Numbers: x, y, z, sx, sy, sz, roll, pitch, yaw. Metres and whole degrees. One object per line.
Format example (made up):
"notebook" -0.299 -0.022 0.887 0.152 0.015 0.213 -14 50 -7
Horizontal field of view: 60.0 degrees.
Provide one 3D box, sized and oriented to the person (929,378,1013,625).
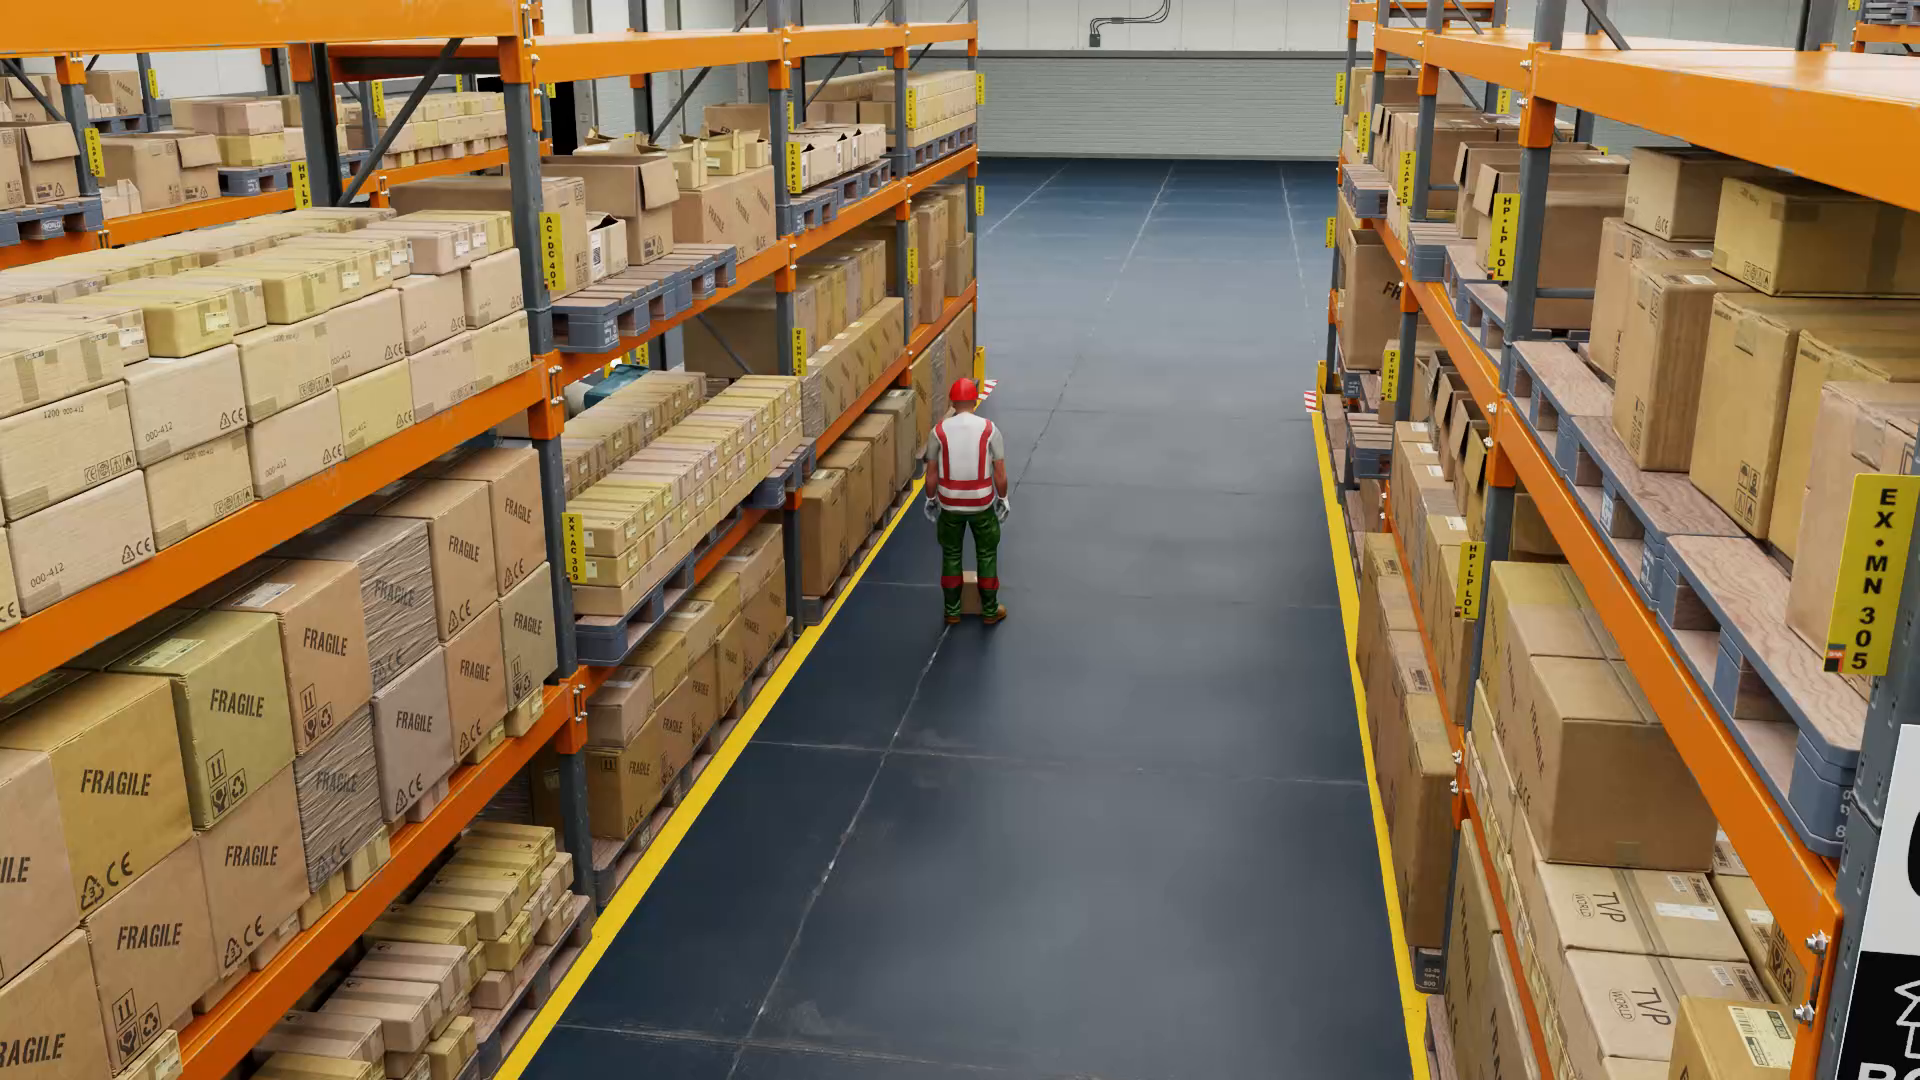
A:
"person" 0.076 -0.268 11.868 0.609 1.779 0.449 3 18 8
